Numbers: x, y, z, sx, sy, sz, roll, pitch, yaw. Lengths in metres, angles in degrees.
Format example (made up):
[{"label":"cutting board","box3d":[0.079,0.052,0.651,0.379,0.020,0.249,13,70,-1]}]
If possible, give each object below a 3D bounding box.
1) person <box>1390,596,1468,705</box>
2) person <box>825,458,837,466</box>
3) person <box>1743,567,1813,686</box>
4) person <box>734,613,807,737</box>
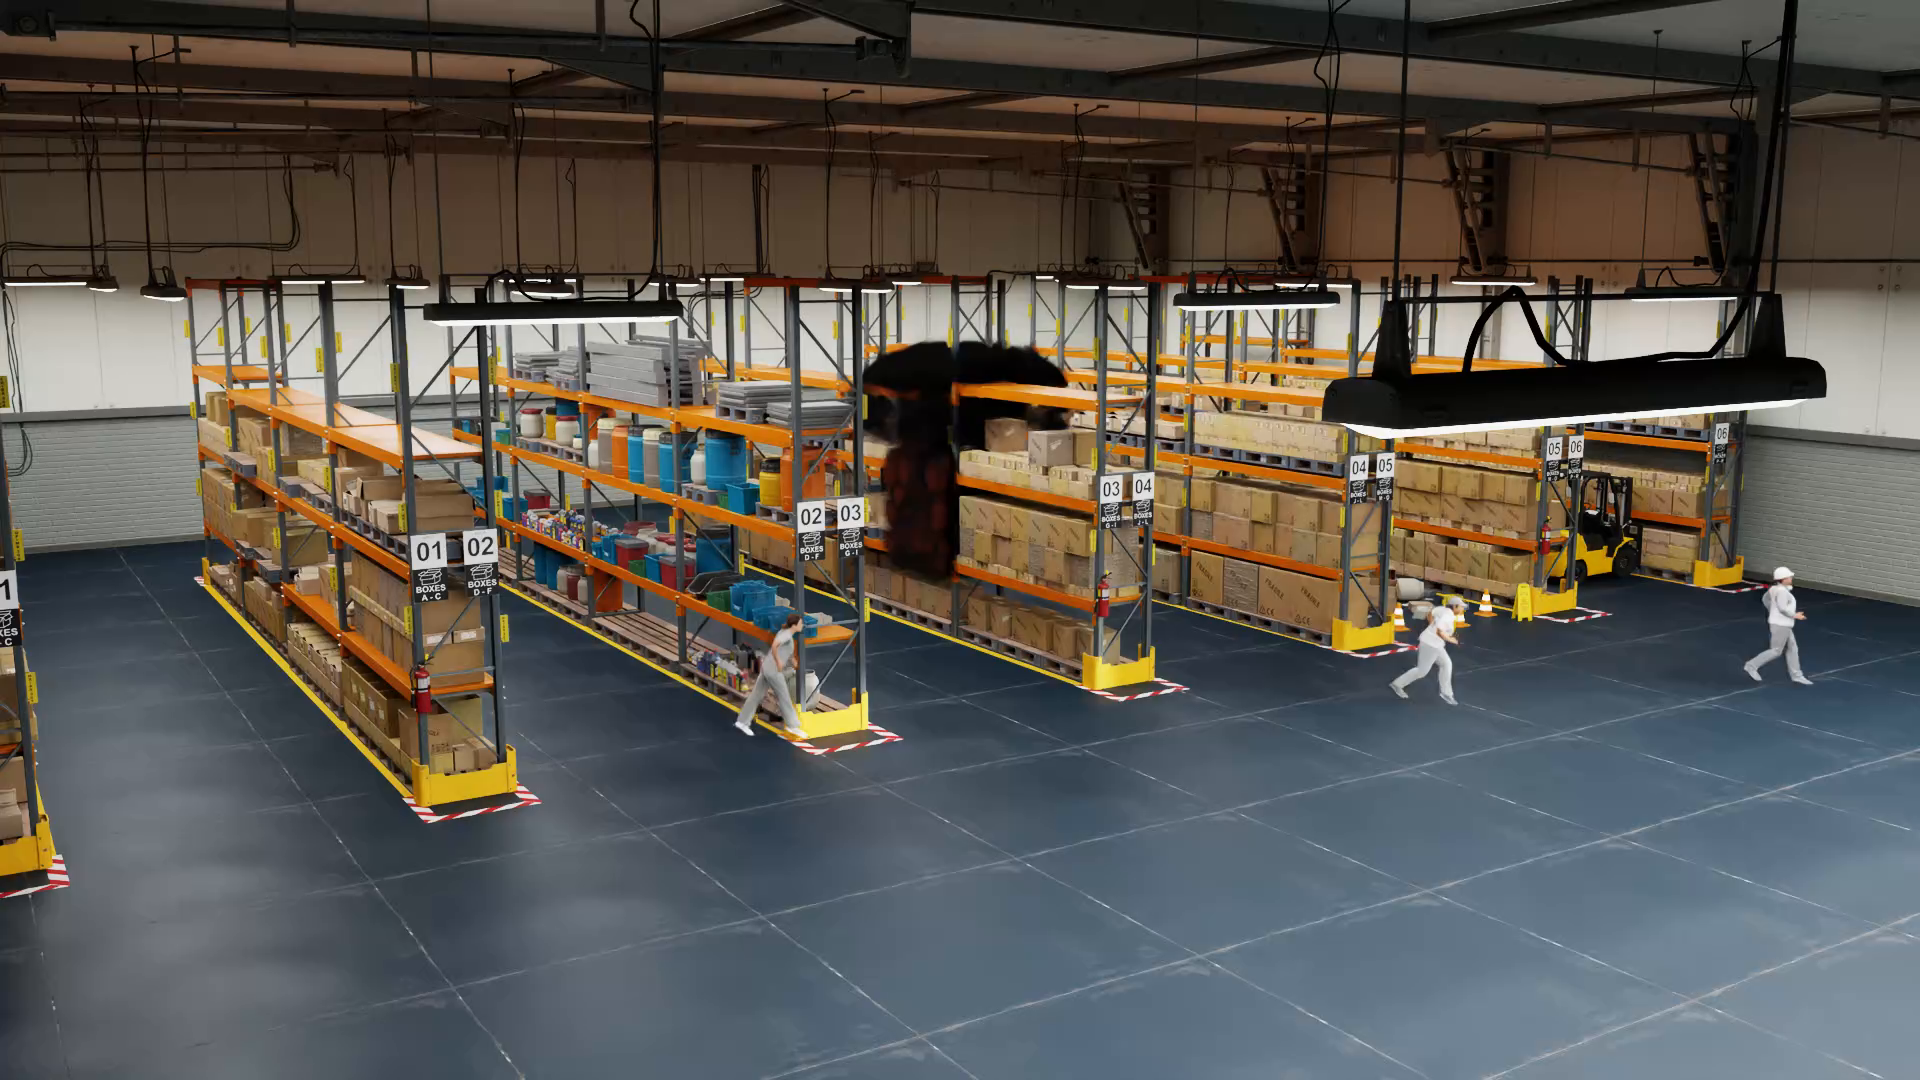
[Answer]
[{"label":"person","box3d":[6.752,1.591,23.962,1.034,1.627,0.646,2,10,10]},{"label":"person","box3d":[-3.128,-1.380,41.310,0.654,1.793,0.722,2,10,11]},{"label":"person","box3d":[12.352,1.285,25.003,0.976,1.773,0.698,3,10,20]},{"label":"person","box3d":[-2.424,1.755,21.234,0.937,1.642,0.602,-1,10,-9]}]
